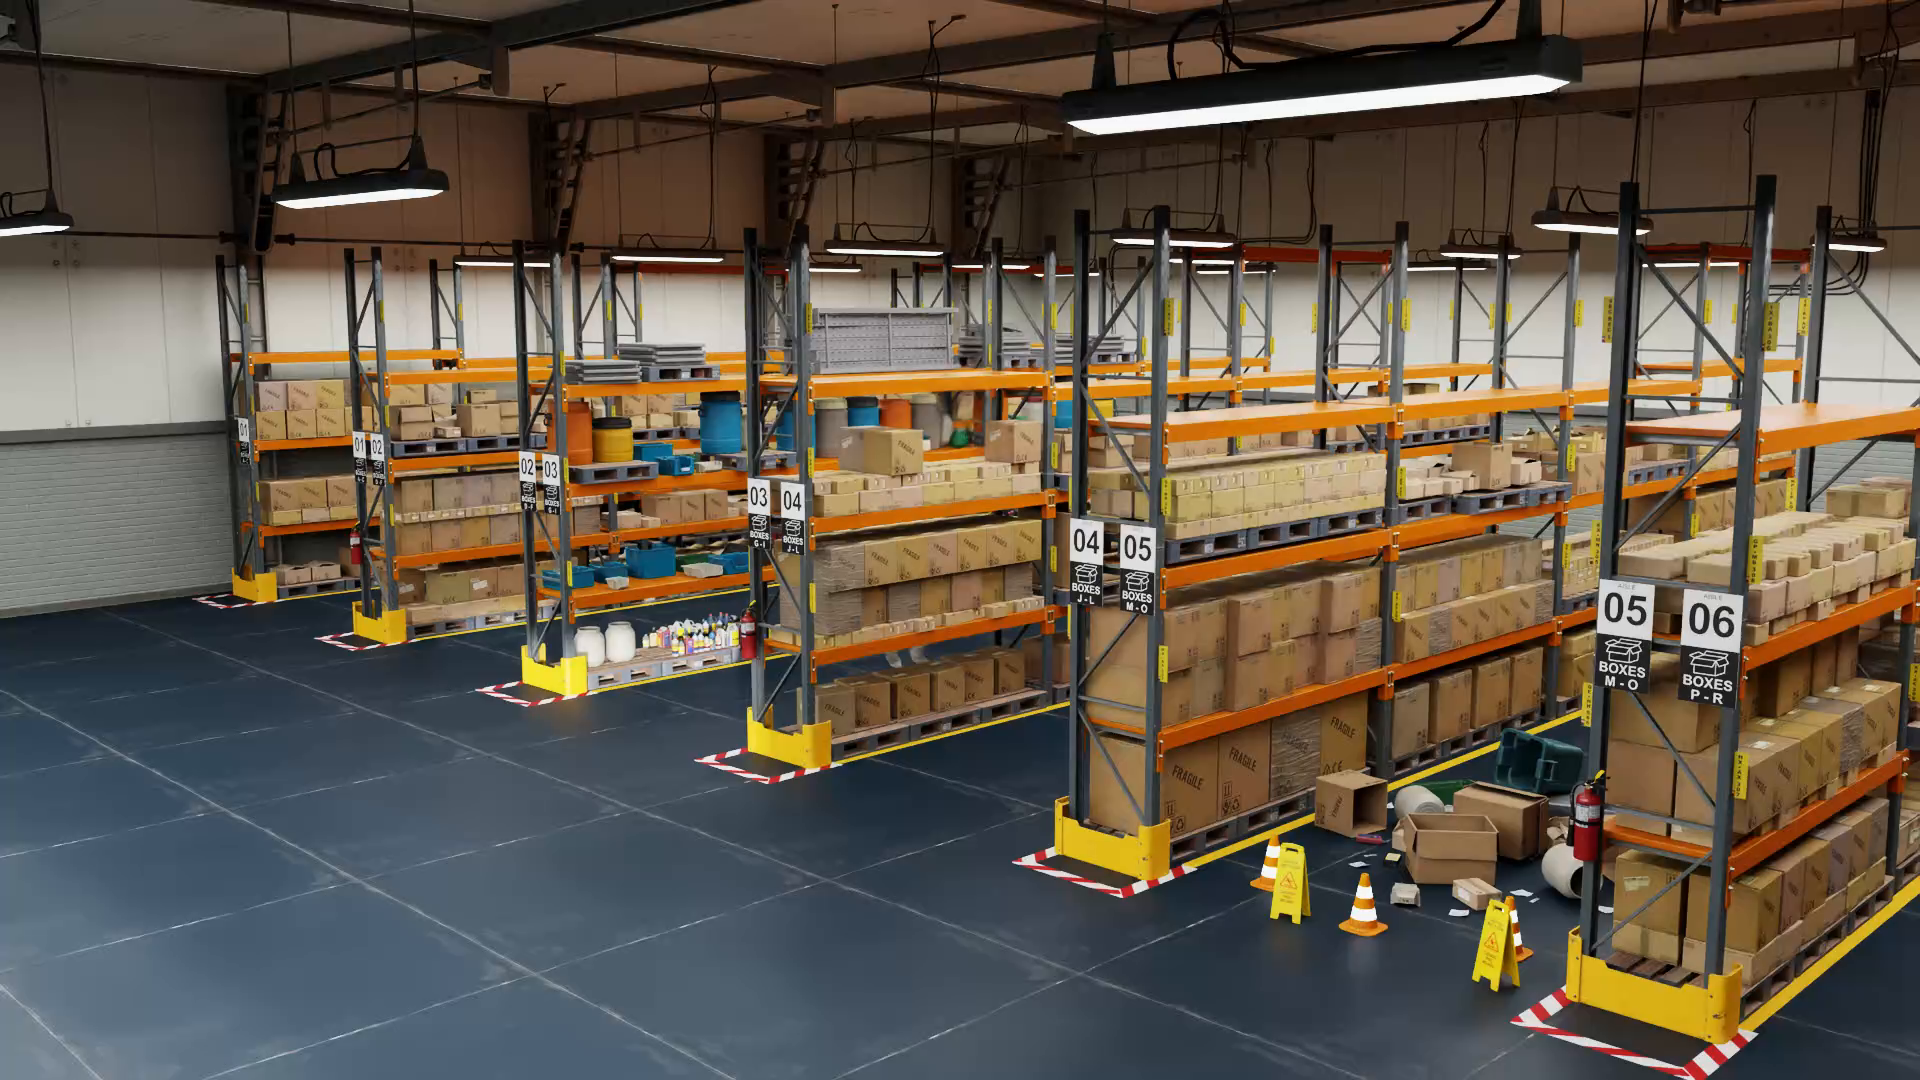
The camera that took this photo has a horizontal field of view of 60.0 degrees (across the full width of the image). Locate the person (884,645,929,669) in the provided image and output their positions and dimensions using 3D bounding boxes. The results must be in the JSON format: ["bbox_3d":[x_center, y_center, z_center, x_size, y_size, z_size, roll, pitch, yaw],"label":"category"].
[{"bbox_3d":[-0.625,1.205,22.158,0.843,1.702,0.739,-6,10,-34],"label":"person"}]

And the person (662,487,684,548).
[{"bbox_3d":[-5.609,-0.239,32.576,0.506,1.592,0.662,4,9,28],"label":"person"}]
